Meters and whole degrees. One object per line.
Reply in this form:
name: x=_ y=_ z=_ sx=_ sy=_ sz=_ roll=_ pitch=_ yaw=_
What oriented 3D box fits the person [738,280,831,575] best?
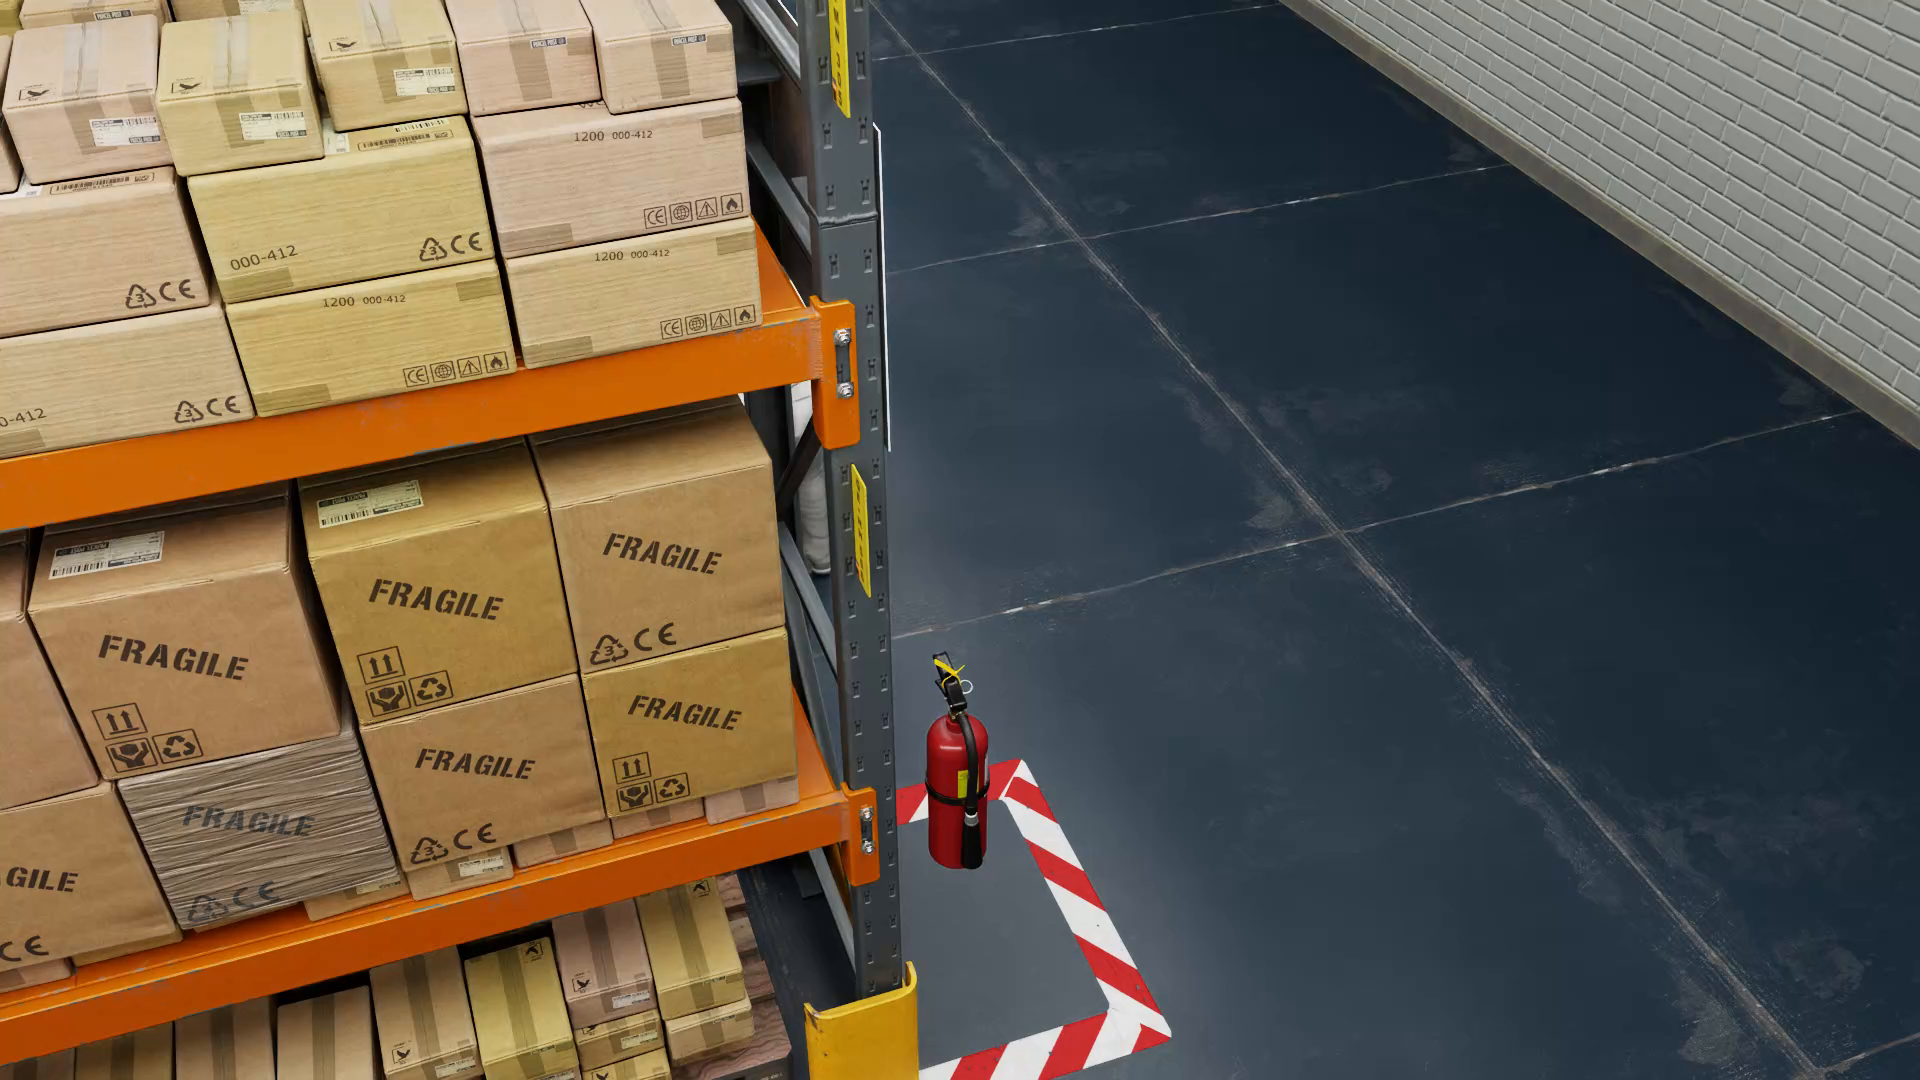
person: x=-0.789 y=-0.532 z=6.829 sx=0.554 sy=1.665 sz=0.468 roll=-15 pitch=40 yaw=-18
